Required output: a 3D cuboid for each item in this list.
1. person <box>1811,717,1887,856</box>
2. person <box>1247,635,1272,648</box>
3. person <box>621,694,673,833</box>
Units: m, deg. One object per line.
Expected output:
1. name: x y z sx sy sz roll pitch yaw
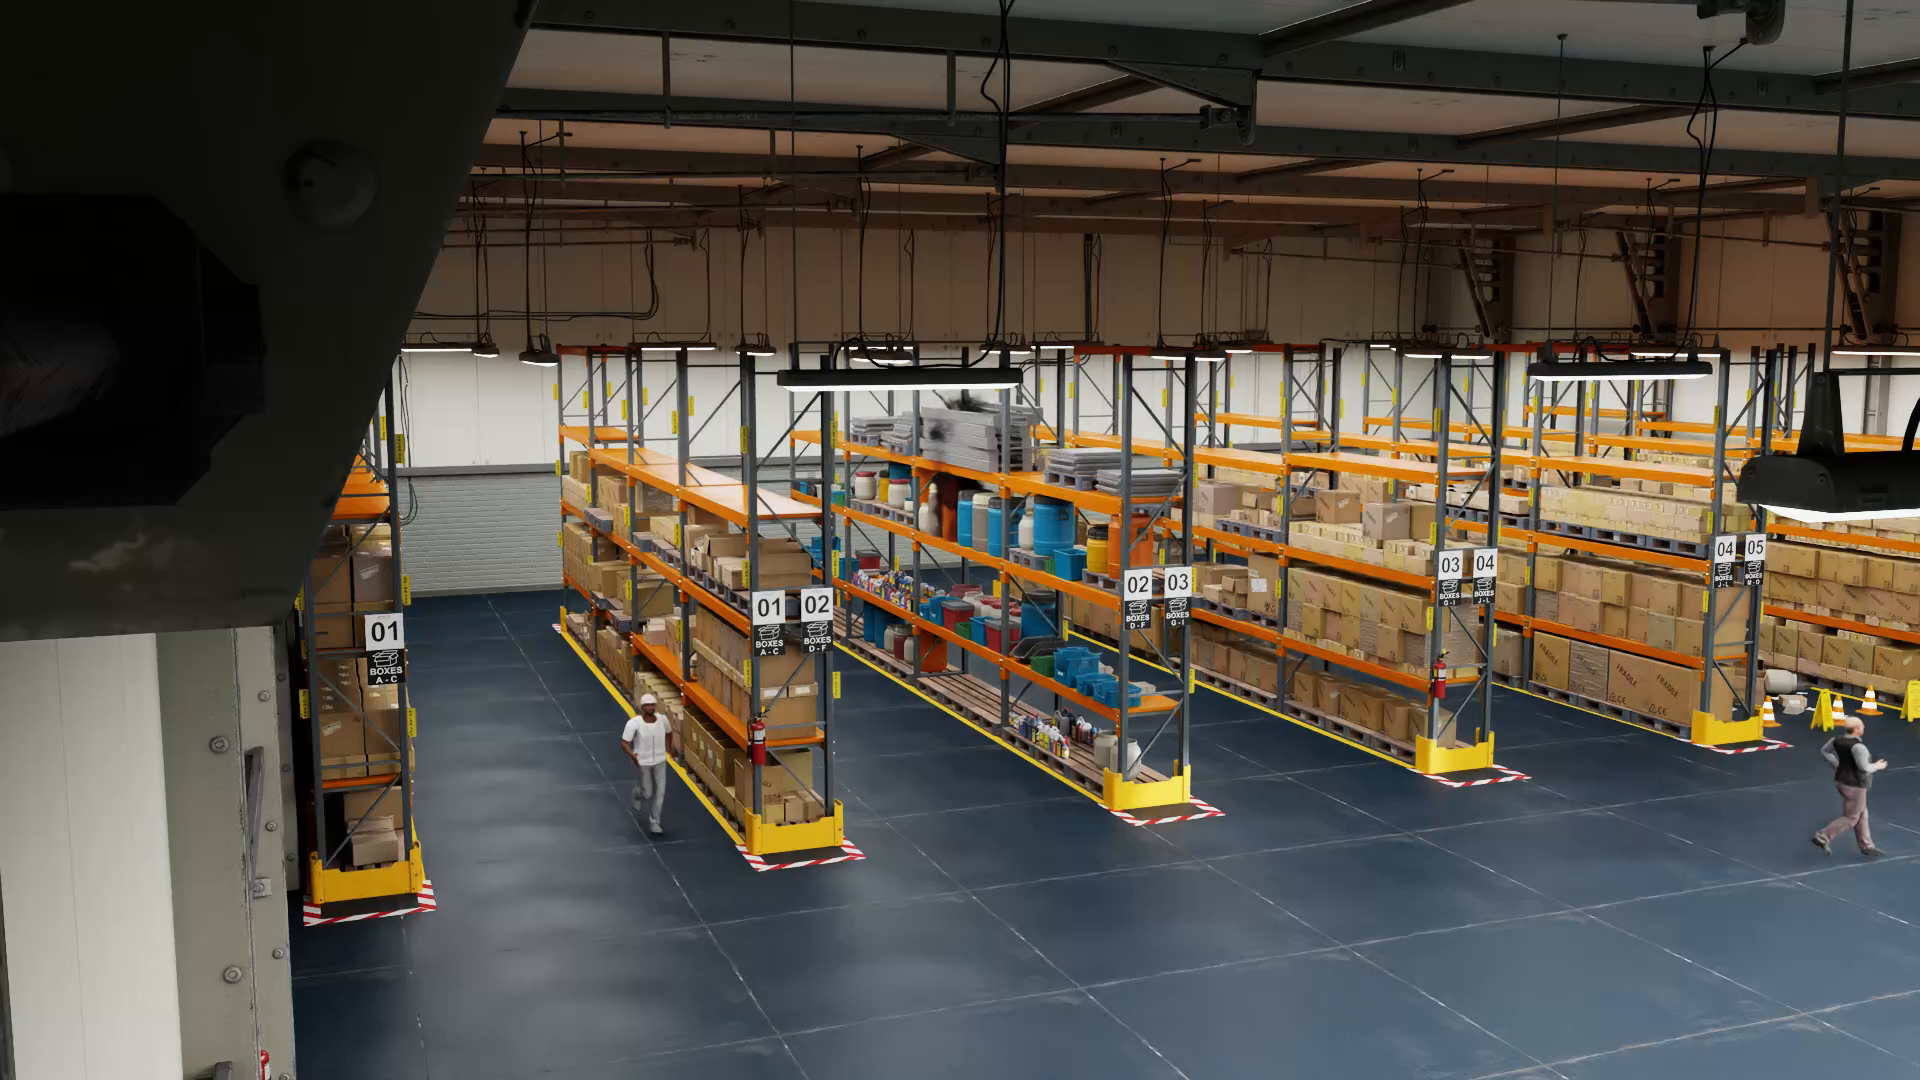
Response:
1. person: 10.621 2.939 19.781 0.947 1.697 0.667 0 7 2
2. person: 5.878 1.391 32.473 0.585 1.719 0.708 -3 8 -25
3. person: -3.927 2.806 21.089 0.700 1.739 0.801 -4 8 -29
